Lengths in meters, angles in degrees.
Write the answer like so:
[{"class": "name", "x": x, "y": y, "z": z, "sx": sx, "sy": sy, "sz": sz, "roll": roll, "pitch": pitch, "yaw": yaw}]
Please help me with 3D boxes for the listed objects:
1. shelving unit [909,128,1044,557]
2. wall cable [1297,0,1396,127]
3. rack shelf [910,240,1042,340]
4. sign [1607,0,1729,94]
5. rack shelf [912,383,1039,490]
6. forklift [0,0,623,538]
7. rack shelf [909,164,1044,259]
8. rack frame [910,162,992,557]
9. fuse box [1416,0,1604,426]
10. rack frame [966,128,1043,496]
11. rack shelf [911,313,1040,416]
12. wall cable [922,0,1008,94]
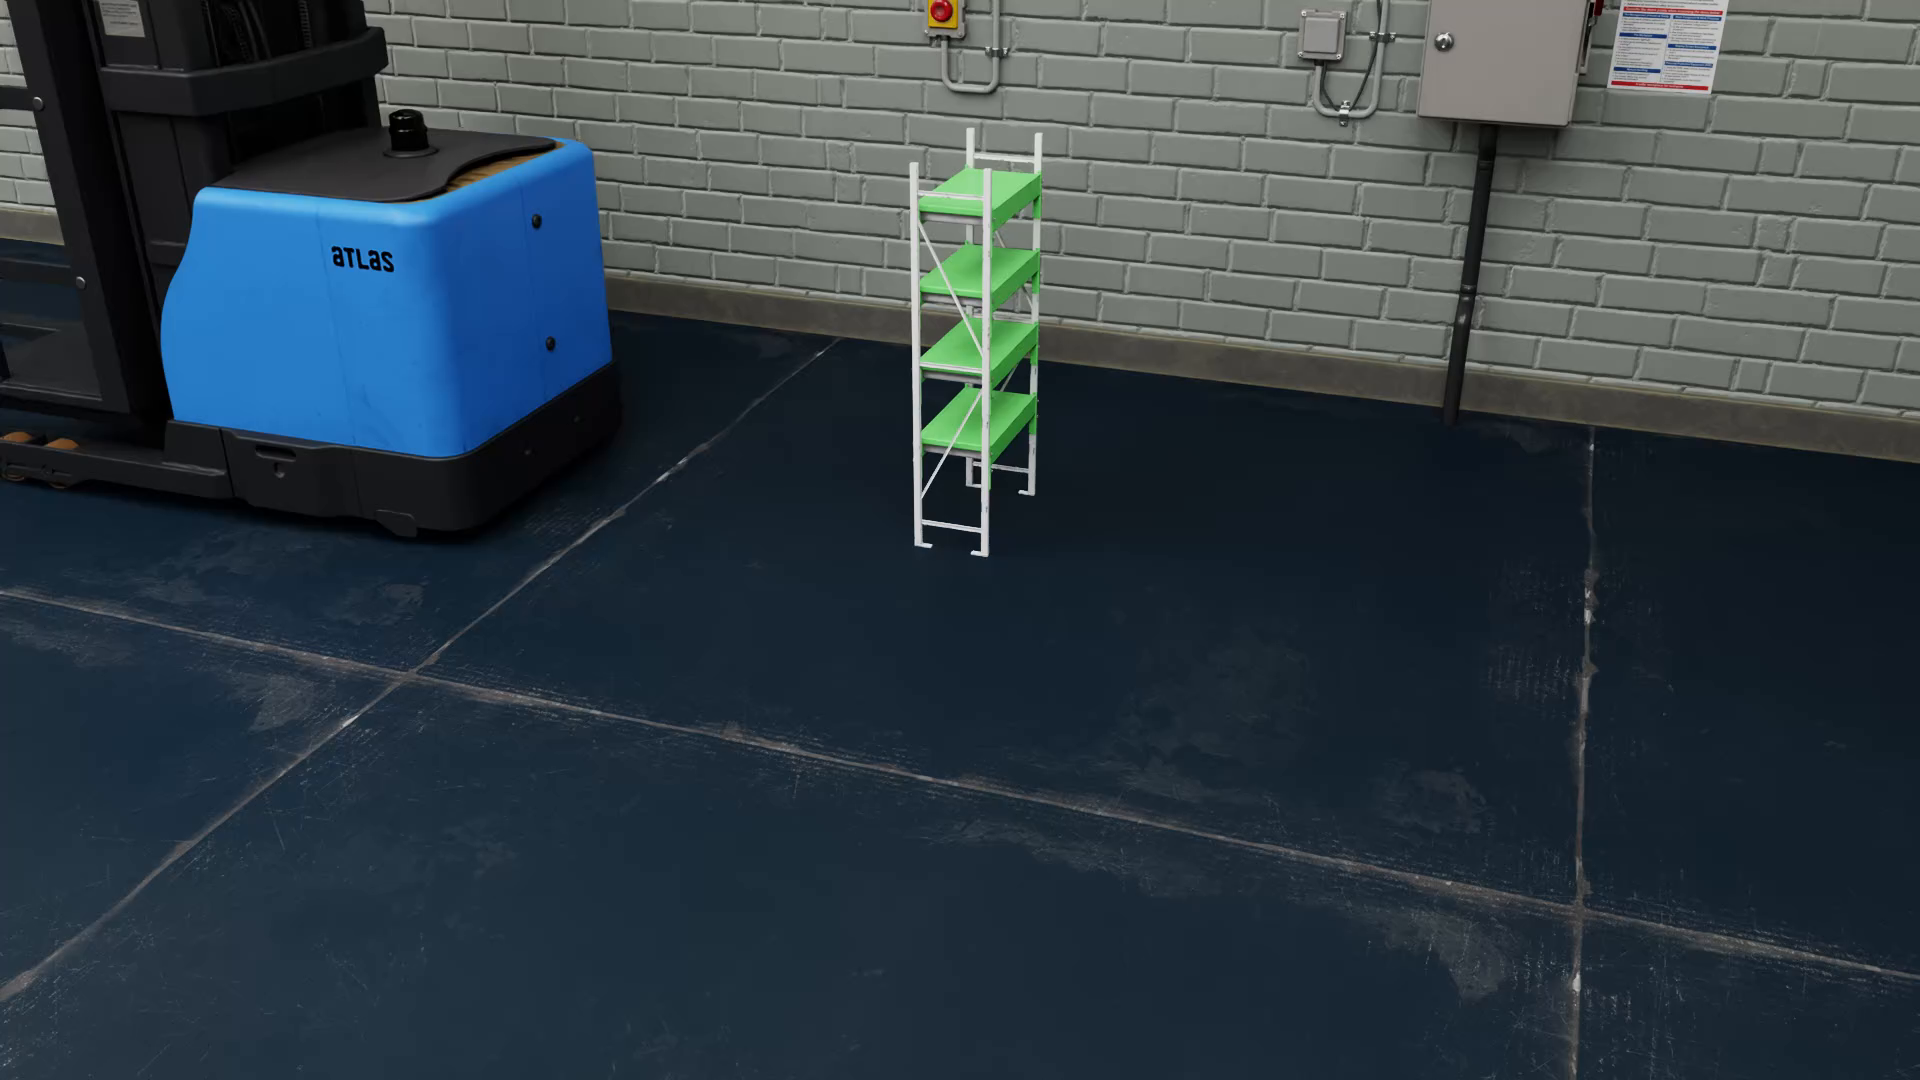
[{"class": "shelving unit", "x": 0.055, "y": -0.608, "z": 5.129, "sx": 0.258, "sy": 1.200, "sz": 0.503, "roll": 9, "pitch": 27, "yaw": 17}, {"class": "wall cable", "x": 1.232, "y": -2.388, "z": 5.574, "sx": 0.588, "sy": 1.984, "sz": 0.122, "roll": 9, "pitch": 27, "yaw": 17}, {"class": "rack shelf", "x": 0.055, "y": -0.767, "z": 5.052, "sx": 0.258, "sy": 0.148, "sz": 0.480, "roll": 9, "pitch": 27, "yaw": 17}, {"class": "sign", "x": 2.357, "y": -1.738, "z": 5.506, "sx": 0.329, "sy": 0.494, "sz": 0.001, "roll": 9, "pitch": 27, "yaw": 17}, {"class": "rack shelf", "x": 0.055, "y": -0.335, "z": 5.261, "sx": 0.258, "sy": 0.148, "sz": 0.480, "roll": 9, "pitch": 27, "yaw": 17}, {"class": "forklift", "x": -2.781, "y": -1.698, "z": 5.394, "sx": 3.031, "sy": 2.935, "sz": 1.130, "roll": 8, "pitch": 27, "yaw": 17}, {"class": "rack shelf", "x": 0.055, "y": -0.983, "z": 4.948, "sx": 0.258, "sy": 0.148, "sz": 0.480, "roll": 9, "pitch": 27, "yaw": 17}, {"class": "rack frame", "x": -0.026, "y": -0.508, "z": 4.922, "sx": 0.240, "sy": 1.200, "sz": 0.015, "roll": 9, "pitch": 27, "yaw": 17}, {"class": "fuse box", "x": 1.823, "y": -1.187, "z": 5.739, "sx": 0.539, "sy": 1.711, "sz": 0.414, "roll": 9, "pitch": 27, "yaw": 17}, {"class": "rack frame", "x": 0.136, "y": -0.708, "z": 5.336, "sx": 0.240, "sy": 1.200, "sz": 0.015, "roll": 9, "pitch": 27, "yaw": 17}, {"class": "rack shelf", "x": 0.055, "y": -0.551, "z": 5.157, "sx": 0.258, "sy": 0.148, "sz": 0.480, "roll": 9, "pitch": 27, "yaw": 17}, {"class": "wall cable", "x": -0.110, "y": -2.603, "z": 5.983, "sx": 0.585, "sy": 1.953, "sz": 0.123, "roll": 9, "pitch": 27, "yaw": 17}]
